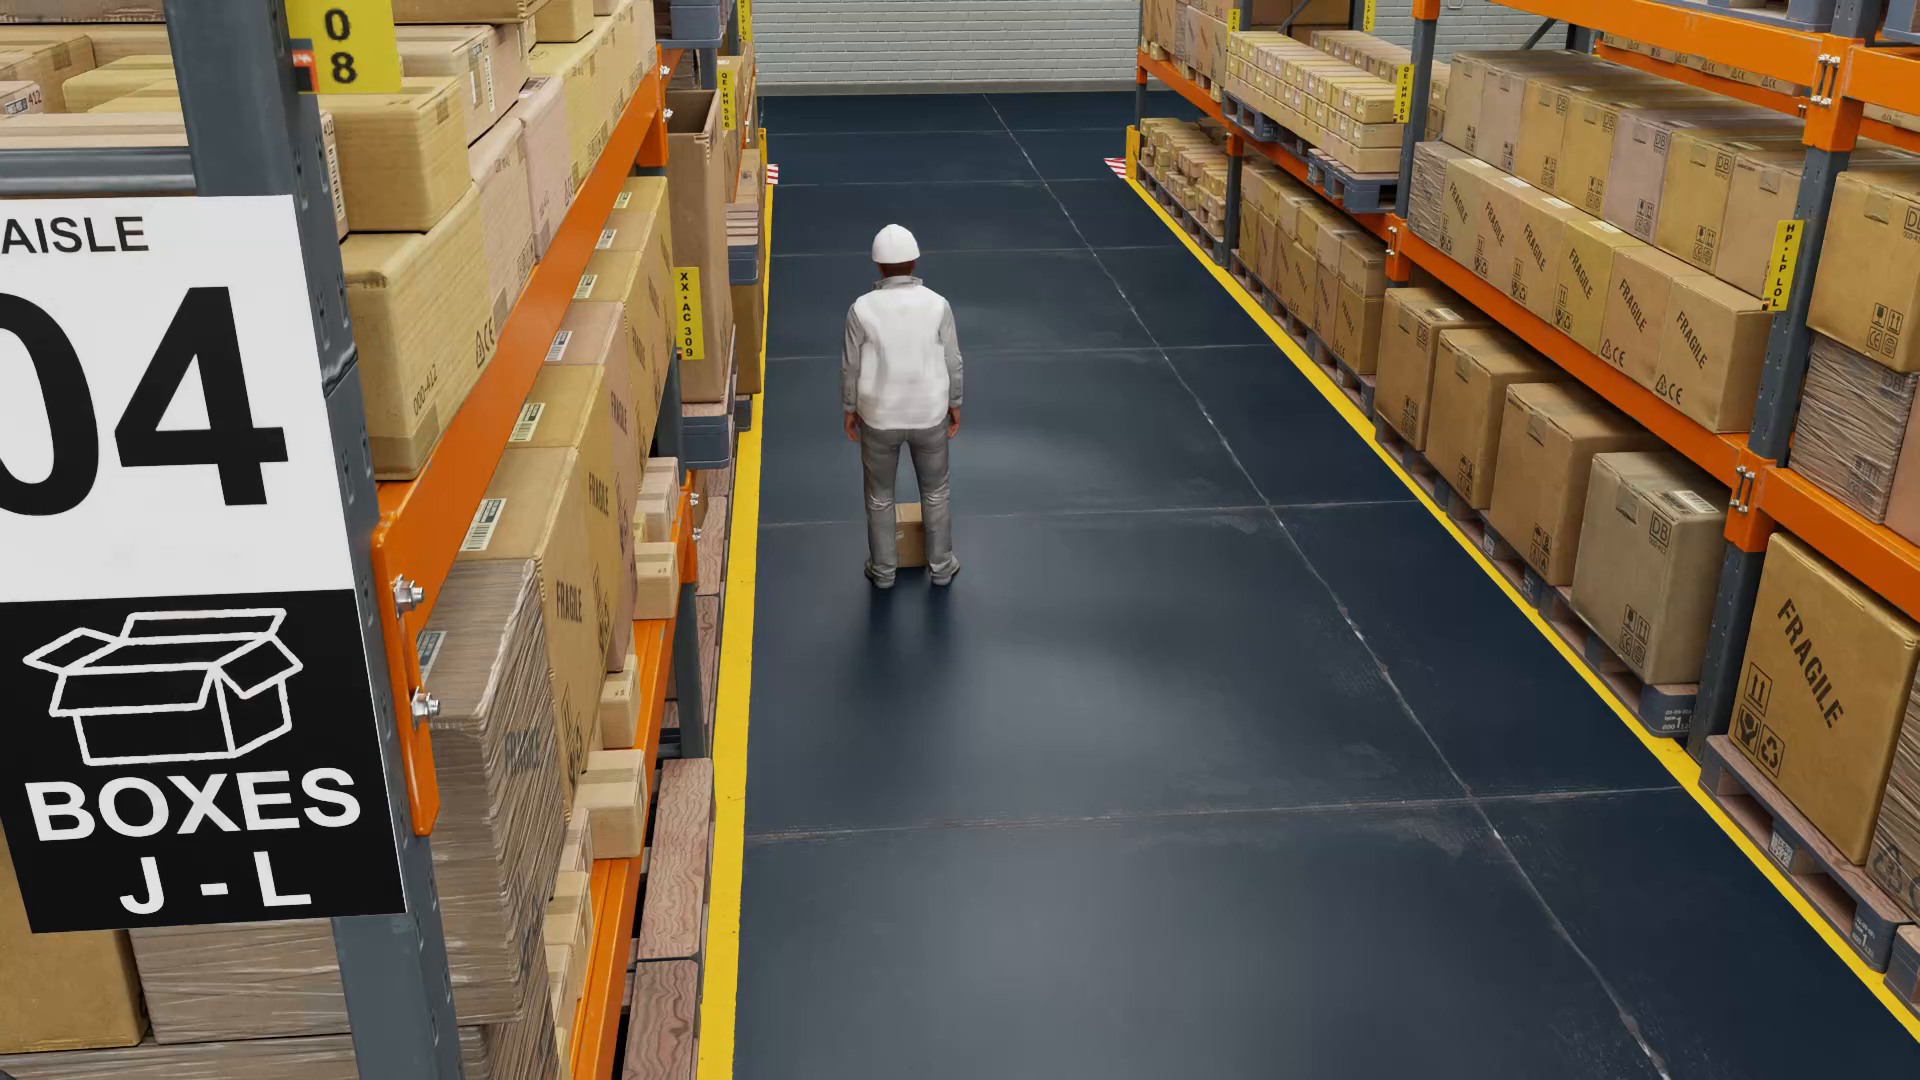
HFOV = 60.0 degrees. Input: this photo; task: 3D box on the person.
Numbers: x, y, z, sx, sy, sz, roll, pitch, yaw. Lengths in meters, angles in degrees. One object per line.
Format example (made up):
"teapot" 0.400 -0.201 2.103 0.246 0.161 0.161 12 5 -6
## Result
"person" -0.276 -0.620 7.989 0.585 1.771 0.466 -3 24 -6
